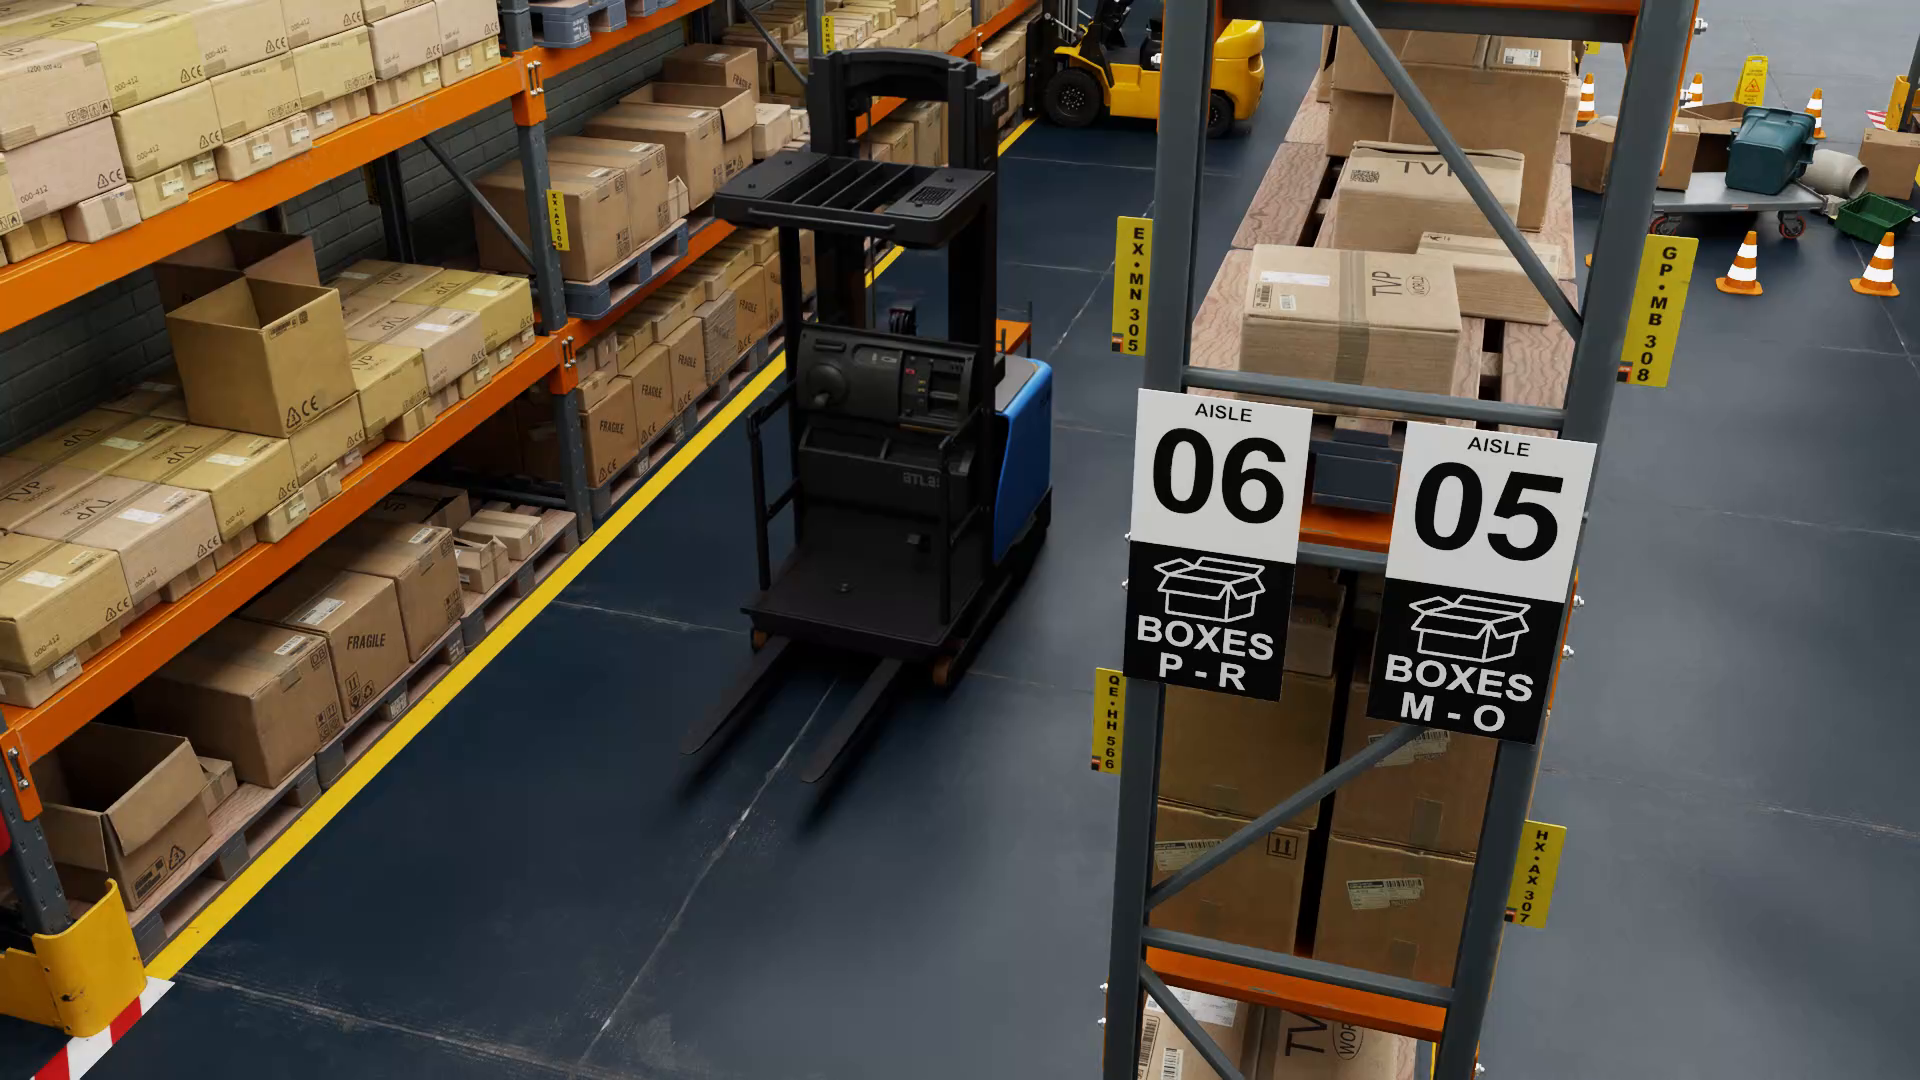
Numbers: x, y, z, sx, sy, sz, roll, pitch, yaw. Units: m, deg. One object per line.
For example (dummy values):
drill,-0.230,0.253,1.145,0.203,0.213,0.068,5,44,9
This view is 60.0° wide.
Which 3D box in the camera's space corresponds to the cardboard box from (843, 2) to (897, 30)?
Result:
cardboard box,-0.739,-4.286,13.598,0.380,0.149,0.250,9,30,16

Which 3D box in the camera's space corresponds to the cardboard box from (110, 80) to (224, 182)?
cardboard box,-3.148,-1.551,6.215,0.500,0.250,0.500,8,30,13

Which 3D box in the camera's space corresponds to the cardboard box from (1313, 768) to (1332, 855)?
cardboard box,0.965,0.637,5.417,0.500,0.500,0.500,8,30,14

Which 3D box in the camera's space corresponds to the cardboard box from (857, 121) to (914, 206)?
cardboard box,-0.905,-3.302,14.612,0.875,0.625,0.625,7,30,13

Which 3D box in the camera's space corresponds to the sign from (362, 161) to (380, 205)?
sign,-3.189,-1.976,9.025,0.100,0.325,0.005,8,30,15

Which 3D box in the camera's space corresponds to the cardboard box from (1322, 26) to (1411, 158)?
cardboard box,1.724,-1.637,5.881,0.797,0.503,0.637,11,31,19

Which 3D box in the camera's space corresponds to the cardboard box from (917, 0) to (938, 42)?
cardboard box,-0.509,-4.521,14.432,0.500,0.250,0.500,9,30,16

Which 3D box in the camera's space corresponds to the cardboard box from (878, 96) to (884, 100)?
cardboard box,-0.823,-3.830,13.704,0.500,0.250,0.500,8,30,13

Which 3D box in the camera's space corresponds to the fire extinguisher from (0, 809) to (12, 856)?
fire extinguisher,-3.433,0.798,5.693,0.296,0.674,0.183,8,30,15

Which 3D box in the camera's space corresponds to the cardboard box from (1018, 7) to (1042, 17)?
cardboard box,0.745,-5.655,18.198,0.500,0.250,0.500,9,30,16

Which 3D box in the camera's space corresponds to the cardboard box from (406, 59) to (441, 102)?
cardboard box,-2.643,-2.147,7.697,0.380,0.149,0.250,10,30,17

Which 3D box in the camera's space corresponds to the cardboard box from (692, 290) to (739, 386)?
cardboard box,-1.845,-1.396,11.314,0.500,0.500,0.500,7,30,13

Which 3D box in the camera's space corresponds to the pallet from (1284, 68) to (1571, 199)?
pallet,1.839,-1.579,6.508,1.003,0.211,1.213,8,30,15

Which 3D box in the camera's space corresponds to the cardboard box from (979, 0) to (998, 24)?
cardboard box,0.071,-5.323,16.130,0.500,0.500,0.500,8,30,13

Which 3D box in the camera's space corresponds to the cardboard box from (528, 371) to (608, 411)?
cardboard box,-2.298,-0.896,9.746,0.380,0.149,0.250,10,31,17

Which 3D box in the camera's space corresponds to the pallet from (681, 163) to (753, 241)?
pallet,-2.050,-2.263,10.929,1.003,0.211,1.213,8,30,15

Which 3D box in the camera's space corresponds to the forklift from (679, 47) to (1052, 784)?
forklift,-0.448,-0.758,8.097,1.130,2.935,3.031,10,31,17

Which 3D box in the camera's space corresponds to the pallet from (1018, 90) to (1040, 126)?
pallet,0.320,-4.824,18.204,1.003,0.211,1.213,8,30,15

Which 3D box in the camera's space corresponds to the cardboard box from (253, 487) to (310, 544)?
cardboard box,-3.047,-0.129,7.154,0.380,0.149,0.250,8,30,13

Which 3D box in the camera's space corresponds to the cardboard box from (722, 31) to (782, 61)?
cardboard box,-1.581,-3.758,12.650,0.380,0.149,0.250,9,30,16

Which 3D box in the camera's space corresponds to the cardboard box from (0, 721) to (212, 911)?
cardboard box,-3.561,1.103,6.817,0.797,0.503,0.637,7,30,13

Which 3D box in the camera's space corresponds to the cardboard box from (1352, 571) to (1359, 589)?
cardboard box,1.102,-0.042,5.608,0.500,0.500,0.500,8,30,15

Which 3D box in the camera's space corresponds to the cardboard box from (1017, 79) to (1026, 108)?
cardboard box,0.419,-4.749,17.597,0.500,0.250,0.500,9,30,16

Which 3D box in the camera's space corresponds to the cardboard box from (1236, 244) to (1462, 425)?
cardboard box,0.961,-0.521,4.135,0.500,0.250,0.500,6,30,10

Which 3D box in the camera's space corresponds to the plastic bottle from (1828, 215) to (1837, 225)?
plastic bottle,7.837,-2.804,14.727,0.133,0.061,0.283,-6,30,-11

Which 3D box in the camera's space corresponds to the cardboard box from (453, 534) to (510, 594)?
cardboard box,-2.645,0.086,8.891,0.396,0.266,0.258,10,30,17

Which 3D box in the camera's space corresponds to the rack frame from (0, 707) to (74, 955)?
rack frame,-3.831,0.467,5.825,1.000,3.000,0.127,8,30,15

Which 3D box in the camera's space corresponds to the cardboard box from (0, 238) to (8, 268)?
cardboard box,-3.464,-0.975,5.590,0.380,0.149,0.250,9,30,16

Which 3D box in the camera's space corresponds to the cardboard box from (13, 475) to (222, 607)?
cardboard box,-3.293,-0.004,6.521,0.500,0.250,0.500,9,30,15

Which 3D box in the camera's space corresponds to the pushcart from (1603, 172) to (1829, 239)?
pushcart,6.631,-2.955,14.674,1.648,0.377,0.936,-1,29,-3

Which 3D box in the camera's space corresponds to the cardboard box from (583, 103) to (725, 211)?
cardboard box,-1.919,-2.418,10.476,0.700,0.500,0.500,8,30,15

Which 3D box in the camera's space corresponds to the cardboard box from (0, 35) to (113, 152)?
cardboard box,-3.294,-1.531,5.665,0.500,0.250,0.500,8,30,15

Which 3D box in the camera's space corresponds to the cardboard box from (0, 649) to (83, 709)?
cardboard box,-3.473,0.463,6.091,0.380,0.149,0.250,8,30,14

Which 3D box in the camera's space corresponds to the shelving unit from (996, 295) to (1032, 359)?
shelving unit,0.228,-0.802,9.958,0.258,1.200,0.503,10,31,17

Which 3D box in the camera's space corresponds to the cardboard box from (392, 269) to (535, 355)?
cardboard box,-2.574,-1.185,8.643,0.500,0.250,0.500,9,30,16

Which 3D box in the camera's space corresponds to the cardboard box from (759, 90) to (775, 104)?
cardboard box,-1.596,-3.431,12.986,0.500,0.250,0.500,8,30,14

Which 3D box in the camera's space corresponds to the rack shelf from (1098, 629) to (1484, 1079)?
rack shelf,1.502,0.558,6.401,1.077,0.370,4.000,8,30,15

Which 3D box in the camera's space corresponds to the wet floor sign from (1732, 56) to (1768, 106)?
wet floor sign,8.488,-4.870,17.841,0.267,0.644,0.232,3,29,6

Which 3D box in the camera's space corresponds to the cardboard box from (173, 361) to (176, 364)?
cardboard box,-3.355,-0.791,7.935,0.500,0.250,0.500,9,30,16

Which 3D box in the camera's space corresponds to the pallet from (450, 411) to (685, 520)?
pallet,-2.455,-0.557,10.534,1.003,0.211,1.213,8,30,15

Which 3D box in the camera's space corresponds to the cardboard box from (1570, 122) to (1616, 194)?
cardboard box,6.052,-3.616,15.733,0.500,0.500,0.500,-17,34,-28

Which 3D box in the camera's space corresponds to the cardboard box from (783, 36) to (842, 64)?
cardboard box,-1.108,-3.684,12.517,0.380,0.149,0.250,9,30,16

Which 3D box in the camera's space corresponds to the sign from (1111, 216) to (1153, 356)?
sign,0.400,-0.574,3.781,0.100,0.325,0.005,8,30,15

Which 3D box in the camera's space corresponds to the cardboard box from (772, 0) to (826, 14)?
cardboard box,-1.327,-4.370,13.749,0.380,0.149,0.250,8,30,14

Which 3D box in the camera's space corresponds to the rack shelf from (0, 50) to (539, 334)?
rack shelf,-3.244,-1.459,6.942,1.077,0.370,4.000,8,30,15

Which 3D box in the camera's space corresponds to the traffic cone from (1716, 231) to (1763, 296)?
traffic cone,6.282,-2.241,13.303,0.336,0.463,0.334,8,30,15

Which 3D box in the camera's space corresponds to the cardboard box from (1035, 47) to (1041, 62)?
cardboard box,0.582,-5.192,17.880,0.500,0.250,0.500,8,30,15

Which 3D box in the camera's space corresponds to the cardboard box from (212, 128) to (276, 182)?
cardboard box,-2.973,-1.548,6.620,0.380,0.149,0.250,9,30,15

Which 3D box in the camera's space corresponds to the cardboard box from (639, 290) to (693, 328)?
cardboard box,-1.974,-1.511,10.853,0.380,0.149,0.250,10,30,17

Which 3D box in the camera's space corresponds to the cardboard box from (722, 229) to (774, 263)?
cardboard box,-1.556,-2.113,11.934,0.380,0.149,0.250,7,30,13

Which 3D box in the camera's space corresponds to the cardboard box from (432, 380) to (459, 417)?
cardboard box,-2.721,-0.732,8.238,0.380,0.149,0.250,9,30,16

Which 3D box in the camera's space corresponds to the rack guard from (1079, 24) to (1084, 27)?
rack guard,0.872,-5.888,19.819,1.175,0.500,0.348,8,30,15
